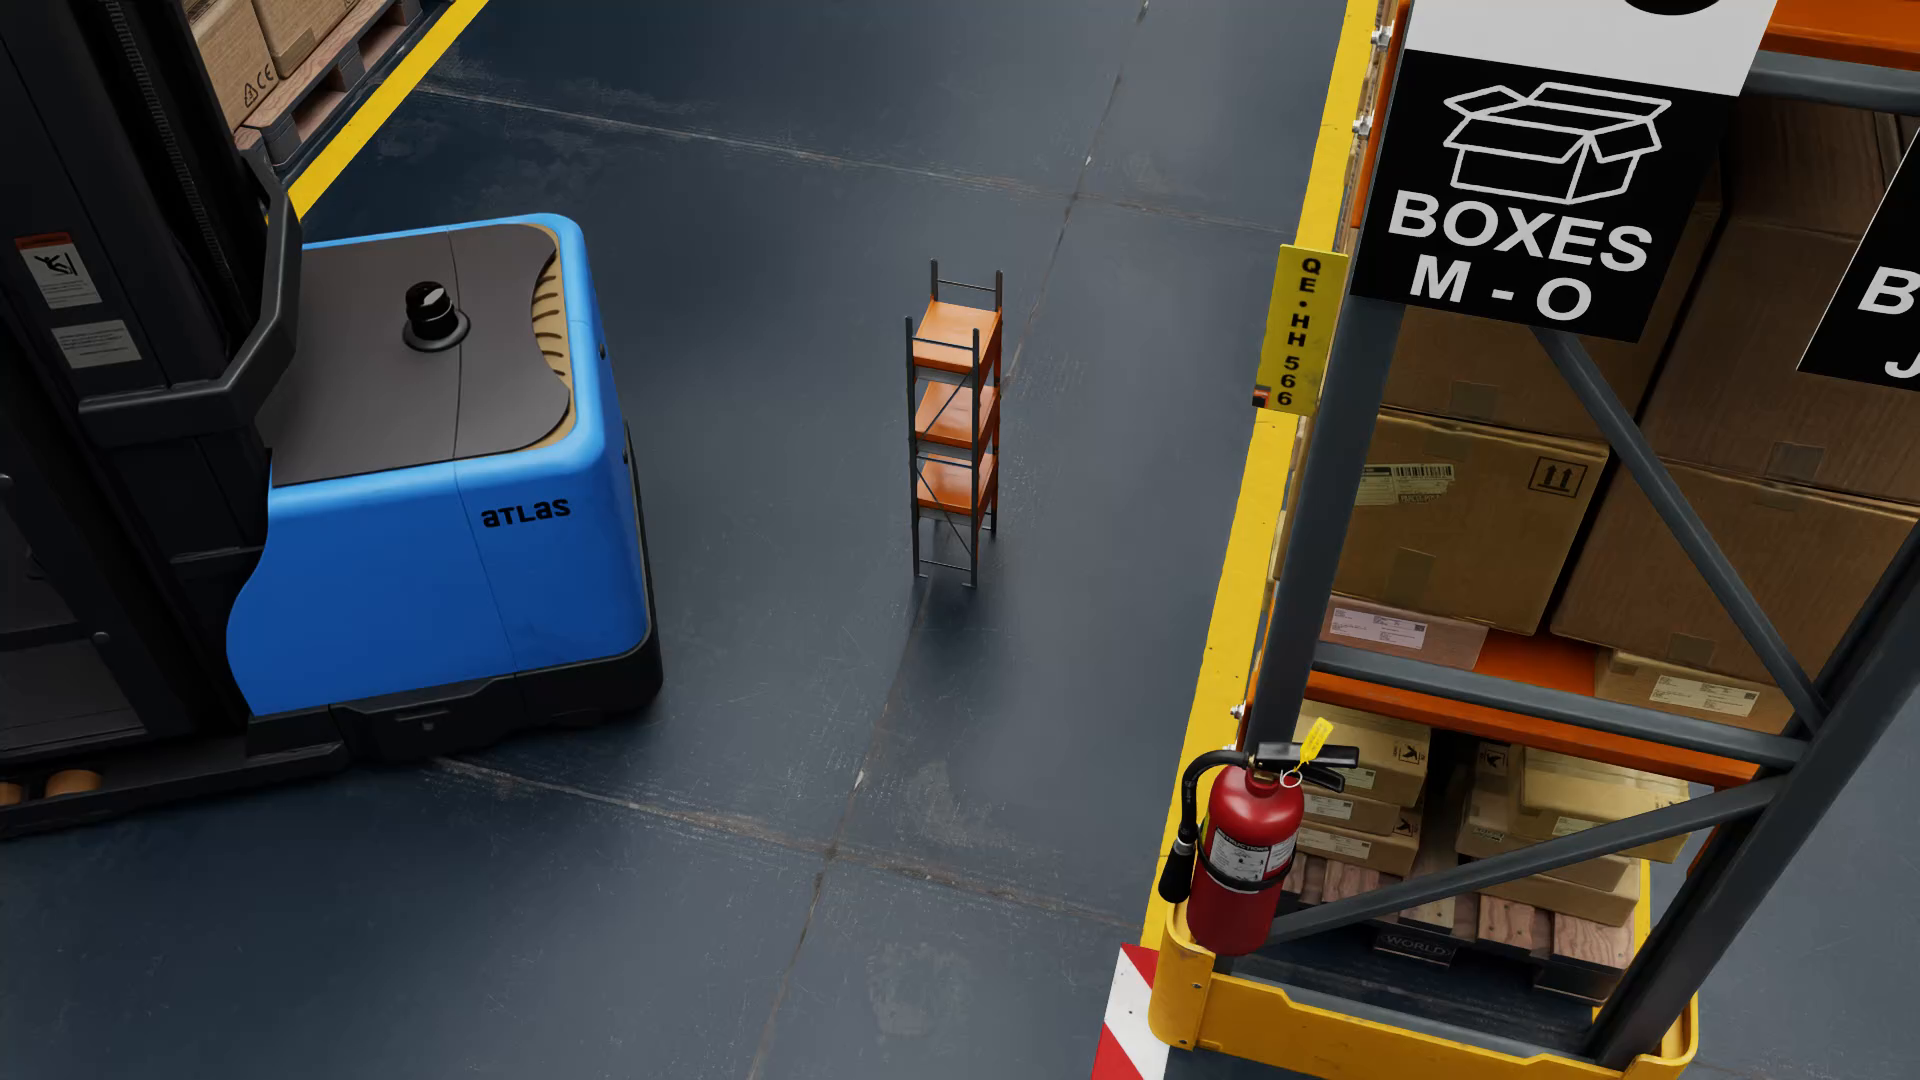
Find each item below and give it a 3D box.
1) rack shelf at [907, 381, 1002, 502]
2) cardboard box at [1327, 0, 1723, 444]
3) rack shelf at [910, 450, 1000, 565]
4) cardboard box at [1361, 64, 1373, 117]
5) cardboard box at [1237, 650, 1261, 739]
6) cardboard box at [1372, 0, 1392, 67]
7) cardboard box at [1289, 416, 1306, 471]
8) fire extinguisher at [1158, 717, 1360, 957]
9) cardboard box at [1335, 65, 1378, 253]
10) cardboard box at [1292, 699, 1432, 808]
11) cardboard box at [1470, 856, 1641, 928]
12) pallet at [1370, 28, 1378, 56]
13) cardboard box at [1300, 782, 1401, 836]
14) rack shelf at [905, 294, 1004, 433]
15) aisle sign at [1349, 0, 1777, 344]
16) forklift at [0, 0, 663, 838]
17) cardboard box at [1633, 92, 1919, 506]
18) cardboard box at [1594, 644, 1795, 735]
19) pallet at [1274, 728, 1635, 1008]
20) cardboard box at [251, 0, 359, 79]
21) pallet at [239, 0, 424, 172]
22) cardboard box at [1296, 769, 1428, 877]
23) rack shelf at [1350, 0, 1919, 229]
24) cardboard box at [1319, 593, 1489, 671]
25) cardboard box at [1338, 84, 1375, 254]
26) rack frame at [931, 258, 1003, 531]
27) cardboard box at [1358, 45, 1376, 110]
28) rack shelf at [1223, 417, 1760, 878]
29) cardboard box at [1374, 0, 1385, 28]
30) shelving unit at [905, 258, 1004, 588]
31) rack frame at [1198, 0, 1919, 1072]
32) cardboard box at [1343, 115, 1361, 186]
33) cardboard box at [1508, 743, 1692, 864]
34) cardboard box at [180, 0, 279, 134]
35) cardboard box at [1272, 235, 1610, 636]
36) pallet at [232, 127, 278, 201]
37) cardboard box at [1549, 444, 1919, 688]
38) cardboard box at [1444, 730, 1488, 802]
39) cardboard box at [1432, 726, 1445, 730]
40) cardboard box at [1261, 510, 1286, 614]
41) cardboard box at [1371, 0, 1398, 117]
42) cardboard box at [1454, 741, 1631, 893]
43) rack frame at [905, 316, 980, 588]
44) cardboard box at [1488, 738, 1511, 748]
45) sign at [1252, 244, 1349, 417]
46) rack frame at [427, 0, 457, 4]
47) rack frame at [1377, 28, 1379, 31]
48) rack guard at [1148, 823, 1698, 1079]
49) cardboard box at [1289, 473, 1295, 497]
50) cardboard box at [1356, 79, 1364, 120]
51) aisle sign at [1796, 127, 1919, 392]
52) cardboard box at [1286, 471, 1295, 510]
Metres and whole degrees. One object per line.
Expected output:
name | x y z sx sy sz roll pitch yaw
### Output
rack shelf | -0.014 -0.302 4.830 0.215 0.259 0.240 12 50 10
cardboard box | 0.928 -0.545 2.798 0.500 0.500 0.500 11 49 9
rack shelf | -0.014 -0.118 5.039 0.215 0.259 0.240 12 50 10
cardboard box | 1.323 -1.309 4.139 0.500 0.500 0.500 14 50 12
cardboard box | 0.955 0.474 4.452 0.380 0.149 0.250 13 50 11
cardboard box | 1.189 -1.289 3.455 0.500 0.500 0.500 14 50 12
cardboard box | 1.156 -0.291 4.731 0.380 0.149 0.250 13 50 11
fire extinguisher | 0.536 0.538 3.075 0.296 0.674 0.183 12 50 10
cardboard box | 1.182 -0.950 3.823 0.500 0.500 0.500 12 50 10
cardboard box | 0.942 0.472 4.057 0.380 0.149 0.250 12 50 10
cardboard box | 1.494 0.786 4.177 0.380 0.149 0.250 12 50 11
pallet | 2.304 -2.237 7.083 1.003 0.211 1.213 12 50 10
cardboard box | 0.911 0.565 4.173 0.380 0.149 0.250 10 49 9
rack shelf | -0.014 -0.489 4.617 0.215 0.259 0.240 12 50 10
aisle sign | 0.739 -0.569 2.018 0.394 0.787 0.004 12 50 10
forklift | -2.428 -0.595 3.820 3.031 2.935 1.130 -9 49 -8
cardboard box | 1.422 -0.437 2.703 0.500 0.500 0.500 11 50 10
cardboard box | 1.449 0.211 3.231 0.380 0.149 0.250 11 50 10
pallet | 1.315 0.585 4.593 1.003 0.211 1.213 12 50 10
cardboard box | -2.971 -2.358 6.759 0.875 0.438 0.875 11 49 9
pallet | -2.978 -2.042 6.912 1.003 0.211 1.213 12 50 10
cardboard box | 0.985 0.680 4.271 0.380 0.149 0.250 12 50 11
rack shelf | 1.574 -1.904 3.409 1.077 0.370 4.000 12 50 10
cardboard box | 0.860 0.089 3.338 0.380 0.149 0.250 12 50 10
cardboard box | 1.058 -0.581 3.497 0.500 0.500 0.500 11 49 9
rack frame | 0.018 -0.397 4.900 0.200 1.050 0.008 12 50 10
cardboard box | 1.696 -1.691 6.165 0.380 0.149 0.250 14 50 12
rack shelf | 1.574 -0.911 4.533 1.077 0.370 4.000 12 50 10
cardboard box | 1.436 -1.702 4.487 0.500 0.500 0.500 11 49 9
shelving unit | -0.014 -0.309 4.822 0.215 1.050 0.252 12 50 10
rack frame | 1.047 0.297 2.987 1.000 3.000 0.127 12 50 10
cardboard box | 1.624 -1.399 6.105 0.380 0.149 0.250 13 50 11
cardboard box | 1.513 0.593 3.950 0.380 0.149 0.250 10 49 8
cardboard box | -3.206 -1.710 6.187 0.875 0.438 0.875 10 49 9
cardboard box | 0.917 -0.210 3.169 0.500 0.500 0.500 12 50 11
pallet | -3.297 -1.157 6.130 1.003 0.211 1.213 12 50 10
cardboard box | 1.432 -0.104 3.076 0.500 0.500 0.500 14 50 12
cardboard box | 1.484 0.581 4.358 0.380 0.149 0.250 11 50 10
cardboard box | 1.064 0.302 4.208 0.380 0.149 0.250 12 50 11
cardboard box | 1.009 0.089 4.395 0.380 0.149 0.250 11 49 9
cardboard box | 1.061 -0.912 3.122 0.500 0.500 0.500 10 49 9
cardboard box | 1.433 0.675 4.076 0.380 0.149 0.250 13 50 12
rack frame | -0.046 -0.220 4.744 0.200 1.050 0.008 12 50 10
cardboard box | 1.559 0.488 4.241 0.380 0.149 0.250 11 50 10
sign | 0.517 -0.314 2.544 0.100 0.325 0.005 12 50 10
rack frame | -2.702 -3.500 6.338 1.000 3.000 0.127 12 50 10
rack frame | 2.100 -2.596 5.540 1.000 3.000 0.127 12 50 10
rack guard | 1.067 1.070 3.973 1.175 0.500 0.348 12 50 10
cardboard box | 1.170 -0.188 4.838 0.380 0.149 0.250 12 50 11
cardboard box | 1.694 -1.591 6.275 0.380 0.149 0.250 10 49 8
aisle sign | 1.317 -0.451 1.913 0.394 0.787 0.004 12 50 10
cardboard box | 1.166 -0.078 4.940 0.380 0.149 0.250 10 49 8
